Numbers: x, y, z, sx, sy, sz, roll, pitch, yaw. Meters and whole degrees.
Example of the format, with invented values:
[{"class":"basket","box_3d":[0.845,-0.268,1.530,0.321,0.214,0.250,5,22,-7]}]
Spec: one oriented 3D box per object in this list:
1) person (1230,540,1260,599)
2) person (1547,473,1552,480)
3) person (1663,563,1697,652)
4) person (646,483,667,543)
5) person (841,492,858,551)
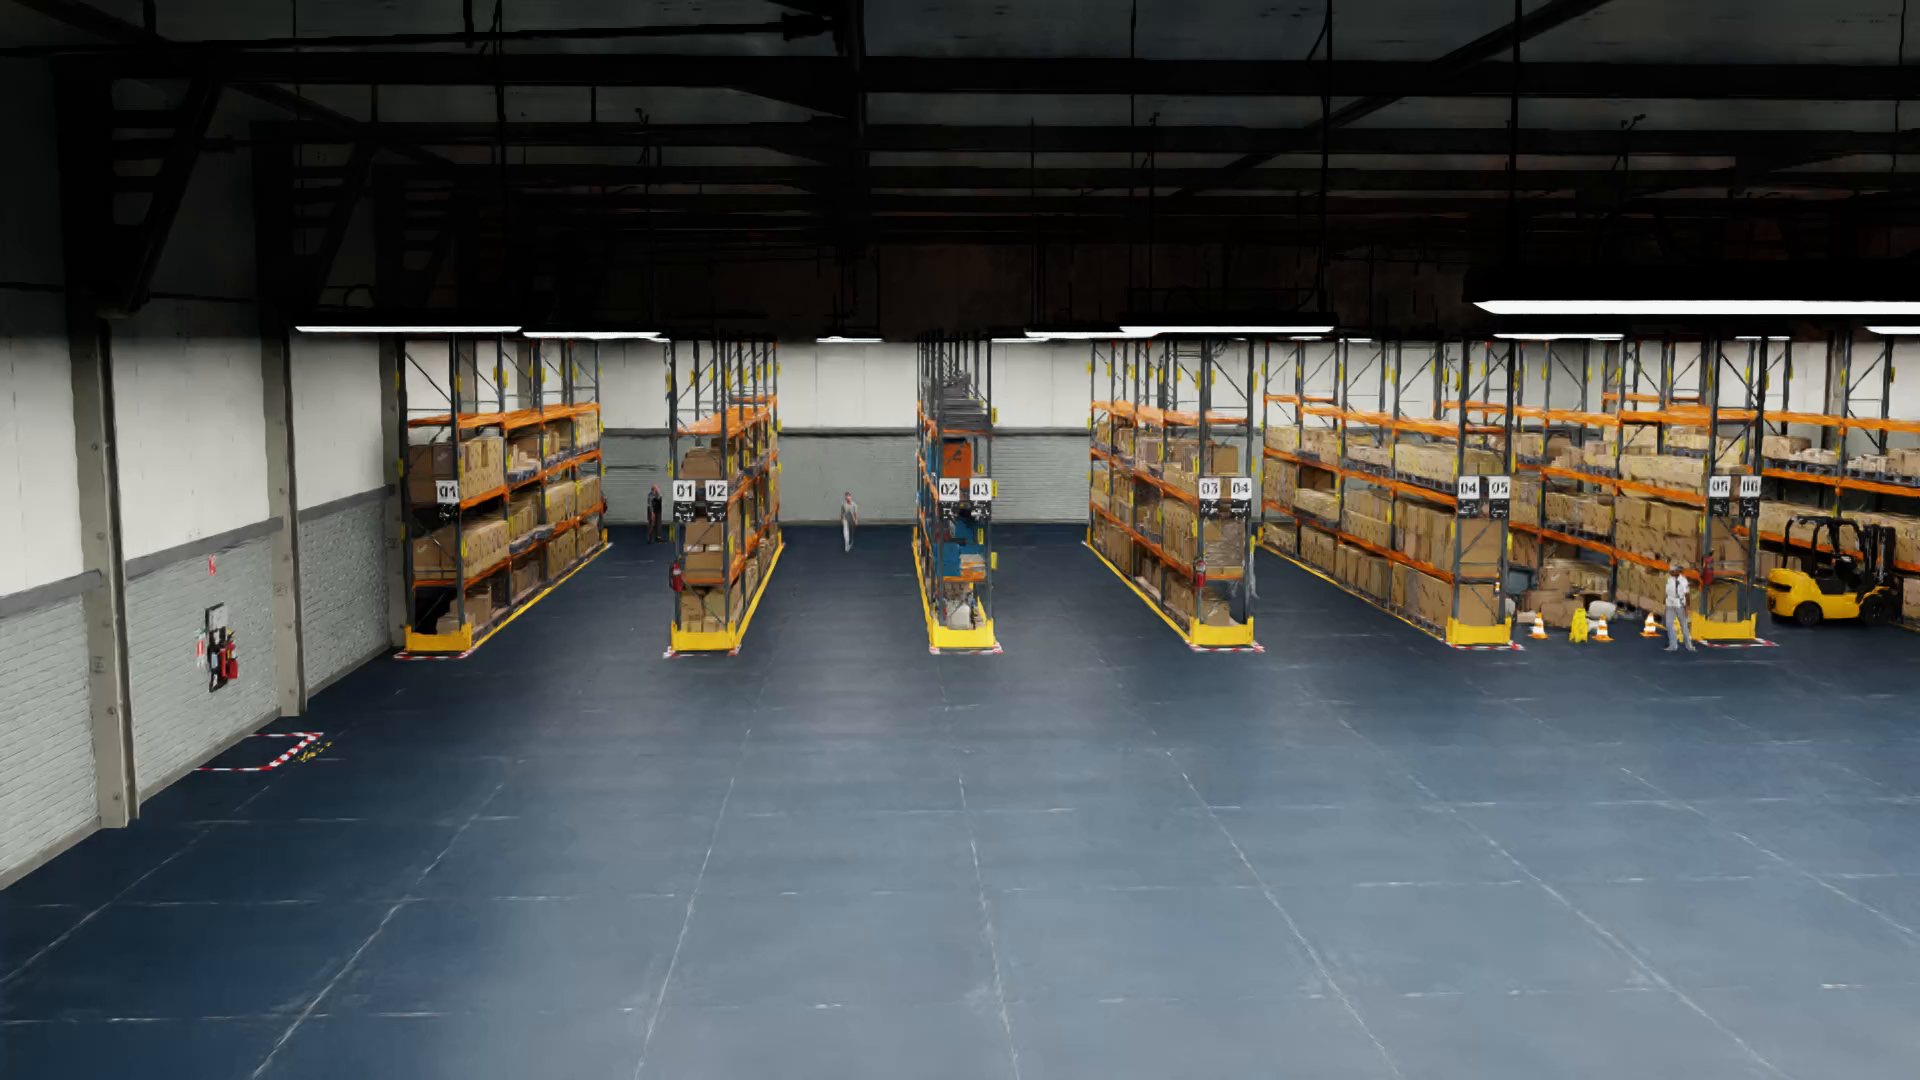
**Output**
[{"class":"person","box_3d":[6.385,0.513,37.408,0.490,1.597,0.999,-1,7,-11]},{"class":"person","box_3d":[18.395,-1.314,52.201,0.494,1.750,0.666,-5,8,-37]},{"class":"person","box_3d":[13.444,1.259,31.045,0.529,1.655,0.571,-4,8,-31]},{"class":"person","box_3d":[-8.774,-0.769,47.791,0.462,1.725,0.626,3,7,21]},{"class":"person","box_3d":[-3.073,-0.534,46.283,0.453,1.613,1.019,0,7,-4]}]
